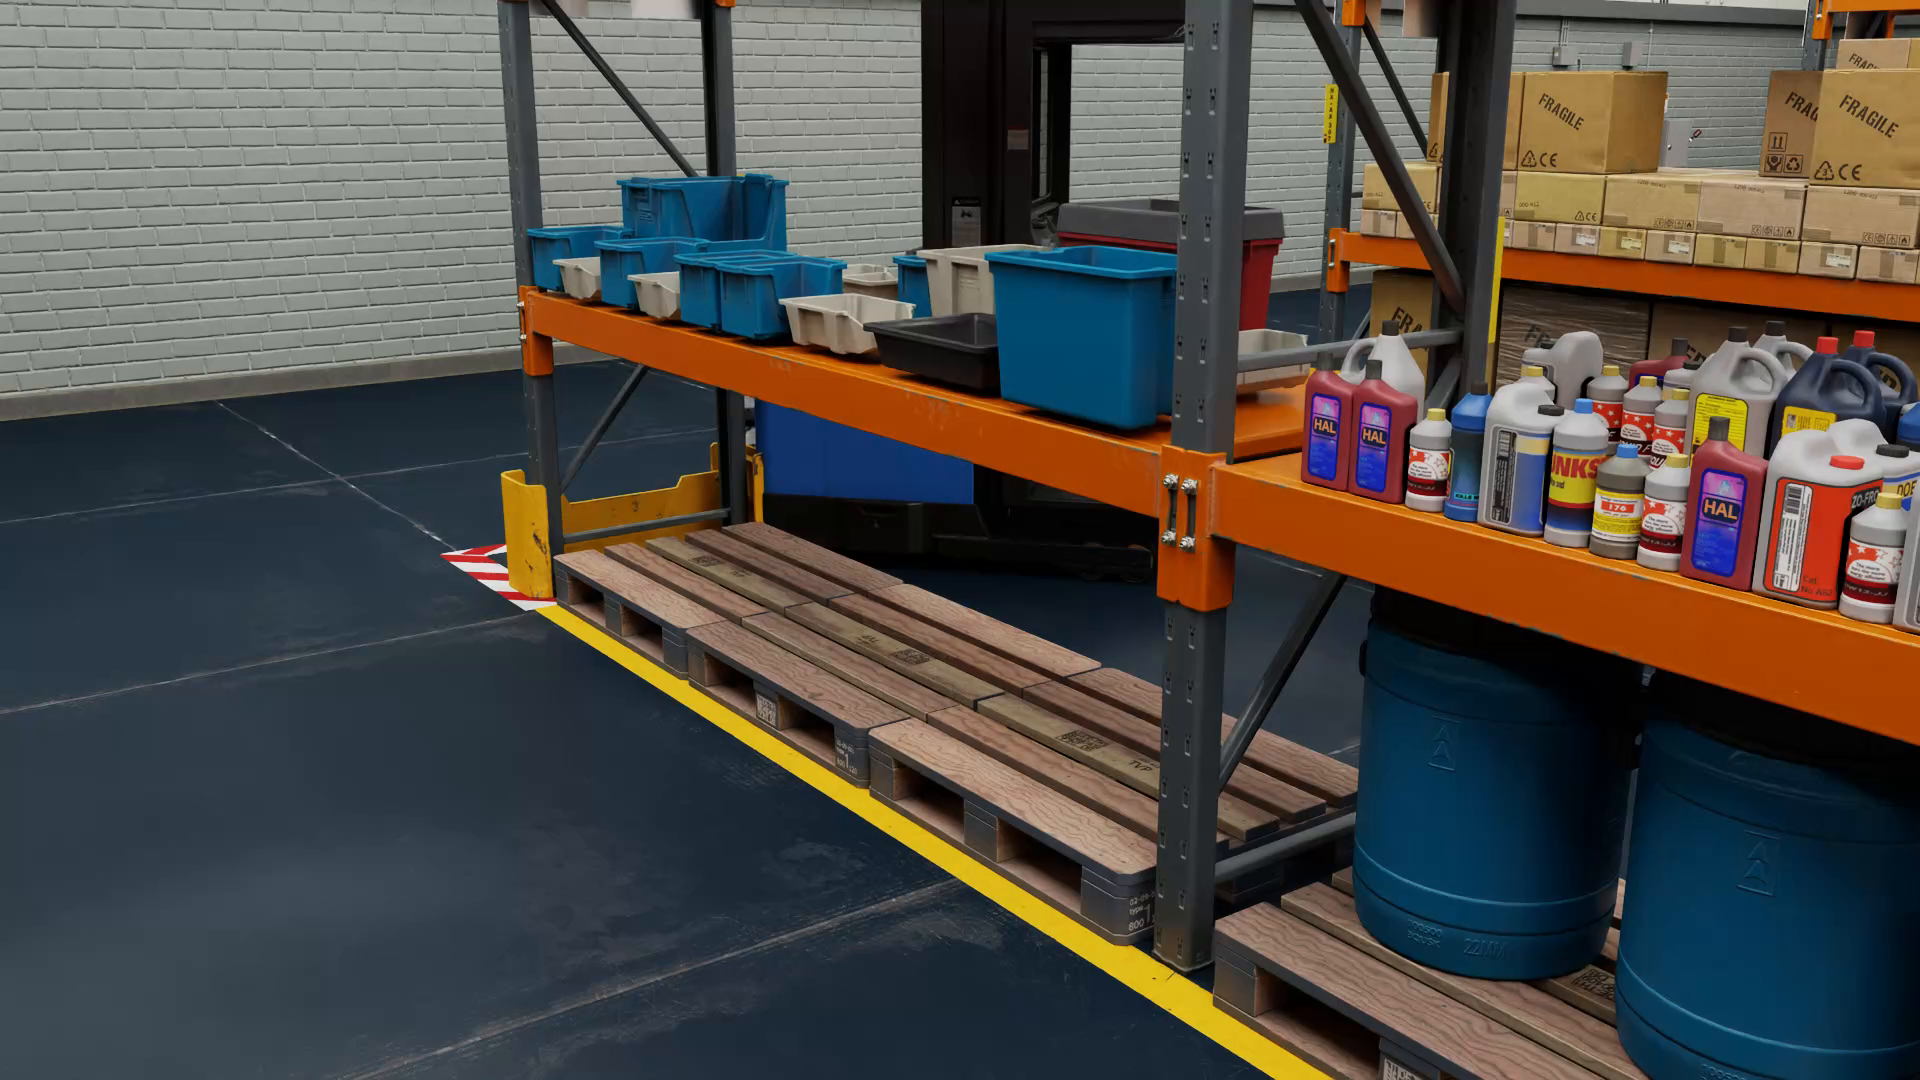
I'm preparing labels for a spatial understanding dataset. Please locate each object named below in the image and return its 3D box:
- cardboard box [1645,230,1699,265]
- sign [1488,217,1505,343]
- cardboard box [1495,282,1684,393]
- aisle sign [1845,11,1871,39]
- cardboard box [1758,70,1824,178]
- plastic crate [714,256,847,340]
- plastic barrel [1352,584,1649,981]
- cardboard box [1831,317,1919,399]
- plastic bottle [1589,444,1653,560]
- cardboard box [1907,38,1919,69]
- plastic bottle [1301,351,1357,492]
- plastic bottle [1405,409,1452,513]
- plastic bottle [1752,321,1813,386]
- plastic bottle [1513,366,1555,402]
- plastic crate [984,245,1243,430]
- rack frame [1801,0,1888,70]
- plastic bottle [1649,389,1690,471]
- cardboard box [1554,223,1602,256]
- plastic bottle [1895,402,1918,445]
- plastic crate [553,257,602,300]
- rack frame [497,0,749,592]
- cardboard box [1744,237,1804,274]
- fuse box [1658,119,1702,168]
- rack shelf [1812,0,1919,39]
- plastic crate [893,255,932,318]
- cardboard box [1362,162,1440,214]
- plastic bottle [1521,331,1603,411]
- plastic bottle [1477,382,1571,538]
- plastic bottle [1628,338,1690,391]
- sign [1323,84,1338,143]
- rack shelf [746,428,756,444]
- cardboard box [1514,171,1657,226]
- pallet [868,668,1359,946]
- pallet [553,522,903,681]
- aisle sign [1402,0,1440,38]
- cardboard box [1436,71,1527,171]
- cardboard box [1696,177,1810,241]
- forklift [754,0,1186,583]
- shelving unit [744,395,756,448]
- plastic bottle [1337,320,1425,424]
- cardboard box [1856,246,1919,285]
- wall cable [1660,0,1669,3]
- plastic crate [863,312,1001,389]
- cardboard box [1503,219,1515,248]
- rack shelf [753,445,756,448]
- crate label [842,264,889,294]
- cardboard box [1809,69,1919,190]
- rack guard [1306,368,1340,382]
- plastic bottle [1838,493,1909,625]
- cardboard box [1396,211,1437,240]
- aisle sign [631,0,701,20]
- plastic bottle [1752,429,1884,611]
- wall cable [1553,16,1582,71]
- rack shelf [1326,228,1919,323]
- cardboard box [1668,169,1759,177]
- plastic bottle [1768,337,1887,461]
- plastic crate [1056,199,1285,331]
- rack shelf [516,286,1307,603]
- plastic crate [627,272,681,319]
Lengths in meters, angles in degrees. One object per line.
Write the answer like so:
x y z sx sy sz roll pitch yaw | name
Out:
3.584 -1.445 8.151 0.380 0.149 0.250 -10 18 -34 | cardboard box
1.373 -0.673 4.329 0.100 0.325 0.005 -11 19 -35 | sign
3.558 -0.937 9.046 0.875 0.875 0.875 -11 19 -35 | cardboard box
6.853 -4.142 12.603 0.394 0.787 0.004 -11 19 -35 | aisle sign
4.266 -2.015 8.056 0.500 0.500 0.500 -12 19 -36 | cardboard box
-0.595 -0.808 5.550 0.416 0.233 0.300 -11 19 -35 | plastic crate
1.233 0.474 3.843 0.600 0.901 0.708 -11 19 -35 | plastic barrel
4.610 -0.555 7.650 0.875 0.875 0.875 -11 19 -35 | cardboard box
1.209 -0.073 3.037 0.097 0.201 0.097 0 15 0 | plastic bottle
7.004 -3.256 11.644 0.500 0.500 0.500 -10 18 -33 | cardboard box
0.798 -0.254 3.543 0.061 0.283 0.133 -11 19 -35 | plastic bottle
0.959 -0.164 3.370 0.097 0.201 0.097 0 15 0 | plastic bottle
1.732 -0.285 3.530 0.144 0.351 0.185 -11 19 -35 | plastic bottle
1.330 -0.302 3.872 0.097 0.201 0.097 0 15 0 | plastic bottle
0.377 -0.523 4.220 0.392 0.384 0.575 -11 19 -35 | plastic crate
6.653 -2.826 12.719 1.000 3.000 0.127 -11 19 -35 | rack frame
1.545 -0.224 3.587 0.097 0.201 0.097 0 15 0 | plastic bottle
3.281 -1.555 8.552 0.380 0.149 0.250 -11 19 -35 | cardboard box
1.932 -0.175 3.269 0.152 0.276 0.135 -11 19 -35 | plastic bottle
-1.424 -1.025 6.526 0.250 0.136 0.298 -11 19 -35 | plastic crate
-1.425 -1.309 7.176 1.000 3.000 0.127 -11 19 -35 | rack frame
3.884 -1.336 7.752 0.380 0.149 0.250 -10 18 -34 | cardboard box
9.048 -4.490 21.239 0.539 1.711 0.414 -11 19 -35 | fuse box
7.829 -3.499 10.858 1.077 0.370 4.000 -11 19 -35 | rack shelf
-0.010 -0.858 5.733 0.416 0.233 0.300 -11 19 -35 | plastic crate
2.645 -2.004 9.438 0.500 0.250 0.500 -11 19 -36 | cardboard box
1.420 -0.361 3.948 0.152 0.276 0.135 -11 19 -35 | plastic bottle
1.106 -0.159 3.209 0.152 0.276 0.135 -11 19 -35 | plastic bottle
1.593 -0.322 3.792 0.061 0.283 0.133 -11 19 -35 | plastic bottle
2.129 -2.449 9.550 0.100 0.325 0.005 -11 19 -35 | sign
-0.985 -0.505 8.310 0.200 0.077 0.258 -2 14 14 | rack shelf
3.249 -1.787 8.642 0.500 0.250 0.500 -12 19 -36 | cardboard box
0.463 0.739 4.975 1.003 0.211 1.213 -11 19 -35 | pallet
-0.971 0.218 6.879 1.003 0.211 1.213 -11 19 -35 | pallet
2.782 -3.393 9.868 0.394 0.787 0.004 -11 19 -35 | aisle sign
2.939 -2.259 8.949 0.500 0.500 0.500 -11 19 -36 | cardboard box
3.855 -1.567 7.841 0.500 0.250 0.500 -10 18 -33 | cardboard box
0.611 -1.378 7.559 3.031 2.935 1.130 3 16 12 | forklift
-0.988 -0.537 8.302 0.210 0.900 0.258 -2 14 14 | shelving unit
0.896 -0.297 3.572 0.144 0.351 0.185 -11 19 -35 | plastic bottle
4.187 -1.226 7.351 0.380 0.149 0.250 -11 19 -35 | cardboard box
9.911 -8.239 21.061 2.988 3.039 0.133 -11 19 -35 | wall cable
0.052 -0.548 4.805 0.437 0.125 0.590 -11 19 -35 | plastic crate
2.980 -1.665 8.952 0.380 0.149 0.250 -11 19 -35 | cardboard box
-0.976 -0.418 8.332 0.200 0.077 0.258 -2 14 14 | rack shelf
-0.457 -0.945 6.232 0.396 0.136 0.243 -11 19 -35 | crate label
4.156 -1.821 7.346 0.500 0.500 0.500 -11 19 -34 | cardboard box
2.567 -0.877 10.334 1.175 0.500 0.348 -11 19 -35 | rack guard
1.481 0.026 2.676 0.097 0.201 0.097 0 15 0 | plastic bottle
2.675 -1.775 9.355 0.380 0.149 0.250 -11 19 -35 | cardboard box
-1.230 -2.624 7.055 0.394 0.787 0.004 -11 19 -35 | aisle sign
1.435 -0.039 2.772 0.152 0.276 0.135 -11 19 -35 | plastic bottle
7.263 -5.321 19.853 0.585 1.953 0.123 -11 19 -35 | wall cable
3.757 -1.304 8.520 1.077 0.370 4.000 -11 19 -35 | rack shelf
3.988 -1.759 8.541 0.500 0.250 0.500 -11 19 -34 | cardboard box
1.724 -0.224 3.304 0.144 0.351 0.185 -11 19 -35 | plastic bottle
0.605 -0.744 4.878 0.402 0.464 0.583 -11 19 -35 | plastic crate
-0.249 -0.535 5.711 1.077 0.370 4.000 -11 19 -35 | rack shelf
-1.025 -0.881 5.997 0.250 0.136 0.298 -11 19 -35 | plastic crate
